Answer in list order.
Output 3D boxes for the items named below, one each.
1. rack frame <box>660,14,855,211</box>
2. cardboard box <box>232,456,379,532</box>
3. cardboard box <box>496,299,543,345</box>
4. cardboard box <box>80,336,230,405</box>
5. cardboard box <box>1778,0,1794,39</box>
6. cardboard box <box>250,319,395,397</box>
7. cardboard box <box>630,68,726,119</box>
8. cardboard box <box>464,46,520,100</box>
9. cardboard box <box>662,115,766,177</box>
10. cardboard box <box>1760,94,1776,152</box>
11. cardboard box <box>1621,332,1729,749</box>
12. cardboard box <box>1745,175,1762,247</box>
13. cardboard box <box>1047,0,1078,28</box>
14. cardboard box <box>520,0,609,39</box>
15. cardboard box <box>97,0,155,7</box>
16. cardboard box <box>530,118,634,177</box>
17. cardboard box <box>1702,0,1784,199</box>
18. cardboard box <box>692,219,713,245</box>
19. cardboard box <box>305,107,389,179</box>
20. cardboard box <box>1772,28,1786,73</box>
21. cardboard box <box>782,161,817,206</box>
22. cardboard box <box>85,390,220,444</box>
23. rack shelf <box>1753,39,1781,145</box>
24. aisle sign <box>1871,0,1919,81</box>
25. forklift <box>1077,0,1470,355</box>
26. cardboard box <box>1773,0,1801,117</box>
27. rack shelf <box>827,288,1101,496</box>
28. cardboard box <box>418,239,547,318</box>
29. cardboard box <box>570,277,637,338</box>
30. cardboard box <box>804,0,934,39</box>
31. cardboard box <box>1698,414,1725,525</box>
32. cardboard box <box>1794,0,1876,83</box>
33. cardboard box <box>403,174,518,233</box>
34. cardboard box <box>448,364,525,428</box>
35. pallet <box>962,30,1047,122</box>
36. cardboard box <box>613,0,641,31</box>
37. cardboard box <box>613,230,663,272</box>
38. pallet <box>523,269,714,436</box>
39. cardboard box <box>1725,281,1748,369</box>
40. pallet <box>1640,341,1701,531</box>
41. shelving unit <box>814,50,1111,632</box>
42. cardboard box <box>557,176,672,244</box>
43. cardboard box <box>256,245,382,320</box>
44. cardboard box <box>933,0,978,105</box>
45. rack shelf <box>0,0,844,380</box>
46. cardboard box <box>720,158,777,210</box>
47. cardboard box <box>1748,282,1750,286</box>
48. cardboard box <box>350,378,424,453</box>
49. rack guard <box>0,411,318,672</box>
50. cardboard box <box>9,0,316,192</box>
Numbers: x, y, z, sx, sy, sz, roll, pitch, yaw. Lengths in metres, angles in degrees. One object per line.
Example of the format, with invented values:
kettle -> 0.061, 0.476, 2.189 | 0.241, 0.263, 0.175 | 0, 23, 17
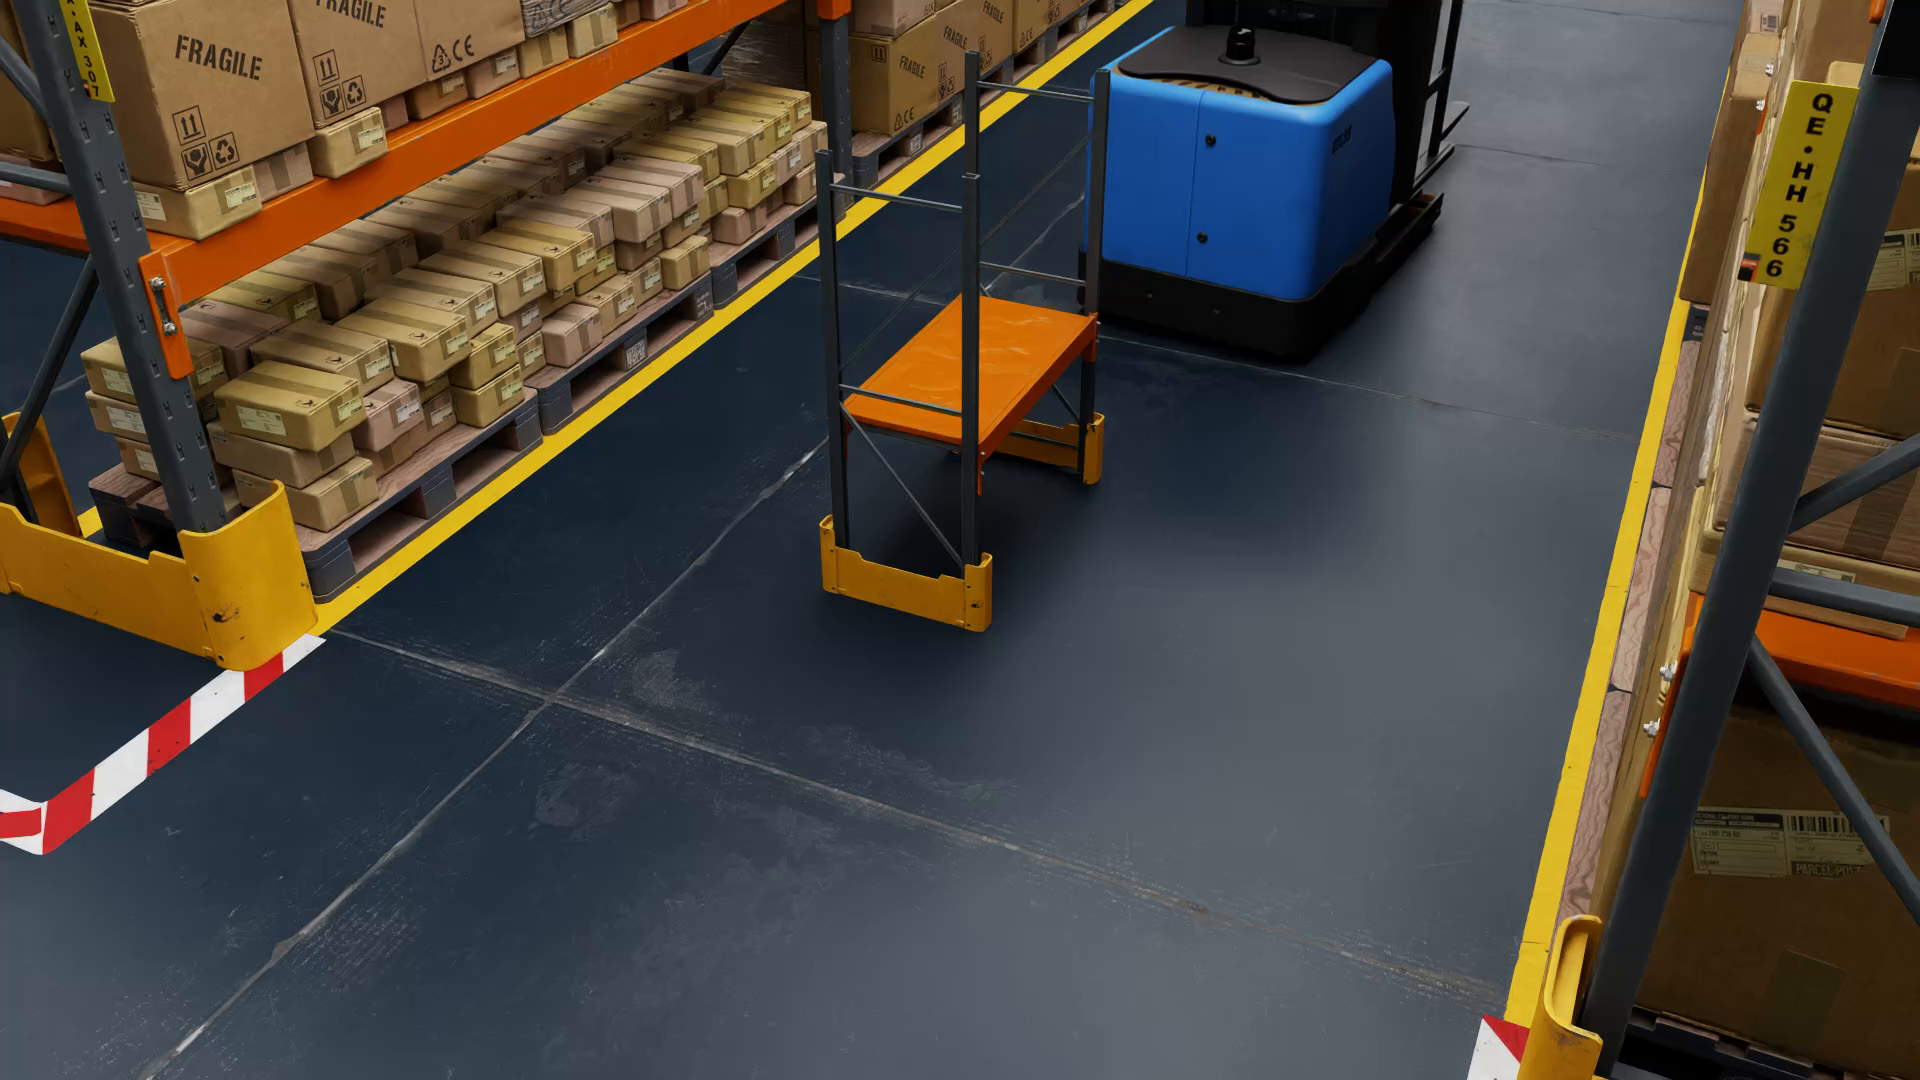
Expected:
rack frame -> -1.006, -3.010, 7.605 | 1.000, 3.000, 0.127 | 14, 36, 20
cardboard box -> -2.169, -0.189, 5.519 | 0.380, 0.149, 0.250 | 15, 36, 21
cardboard box -> -1.808, -0.850, 6.256 | 0.380, 0.149, 0.250 | 12, 35, 18
cardboard box -> -2.688, -0.572, 5.561 | 0.380, 0.149, 0.250 | 15, 36, 21
cardboard box -> 3.405, -2.159, 6.216 | 0.500, 0.500, 0.500 | 14, 36, 21
cardboard box -> -2.145, -0.598, 5.600 | 0.380, 0.149, 0.250 | 15, 36, 21
cardboard box -> -1.338, -2.118, 7.919 | 0.380, 0.149, 0.250 | 16, 36, 22
cardboard box -> -1.767, -1.663, 5.780 | 0.380, 0.149, 0.250 | 13, 36, 20
cardboard box -> -1.087, -1.743, 7.347 | 0.380, 0.149, 0.250 | 14, 36, 20
cardboard box -> 2.703, -1.252, 5.153 | 0.380, 0.149, 0.250 | 13, 35, 19
cardboard box -> 2.359, 0.093, 4.427 | 0.875, 0.875, 0.875 | 14, 36, 20
cardboard box -> 2.380, -0.869, 4.569 | 0.380, 0.149, 0.250 | 13, 35, 19
cardboard box -> 0.409, -3.487, 10.229 | 0.500, 0.500, 0.500 | 16, 36, 22
cardboard box -> -1.615, -2.113, 5.874 | 0.500, 0.500, 0.500 | 13, 36, 19
cardboard box -> -2.250, -1.765, 4.431 | 0.500, 0.500, 0.500 | 14, 36, 20
cardboard box -> -1.656, -1.722, 7.315 | 0.380, 0.149, 0.250 | 13, 36, 19
cardboard box -> 4.080, -1.877, 7.432 | 1.225, 0.875, 0.875 | 13, 35, 19
cardboard box -> -1.317, -1.360, 7.305 | 0.380, 0.149, 0.250 | 13, 36, 19
cardboard box -> -2.016, -1.257, 5.160 | 0.380, 0.149, 0.250 | 13, 35, 19
cardboard box -> 3.031, -1.646, 5.753 | 0.380, 0.149, 0.250 | 14, 36, 21
cardboard box -> -0.860, -1.720, 7.854 | 0.380, 0.149, 0.250 | 15, 36, 21
cardboard box -> -2.718, -0.454, 5.652 | 0.380, 0.149, 0.250 | 13, 36, 19
rack shelf -> 4.294, -2.517, 7.509 | 1.077, 0.370, 4.000 | 14, 36, 20
aisle sign -> 1.481, -0.950, 2.092 | 0.394, 0.787, 0.004 | 14, 36, 20
forklift -> 1.680, -2.758, 7.283 | 1.130, 2.935, 3.031 | 18, 37, 25
cardboard box -> 2.810, -1.463, 5.111 | 0.500, 0.250, 0.500 | 14, 36, 20
rack shelf -> 0.036, -0.519, 5.502 | 0.538, 0.185, 1.000 | 14, 36, 20
cardboard box -> -1.770, -0.972, 6.172 | 0.380, 0.149, 0.250 | 16, 36, 22
cardboard box -> -1.534, -0.962, 6.699 | 0.380, 0.149, 0.250 | 14, 36, 21
cardboard box -> -0.457, -2.761, 8.438 | 0.500, 0.250, 0.500 | 13, 35, 18
cardboard box -> 1.741, -0.107, 3.407 | 0.380, 0.149, 0.250 | 15, 36, 21
cardboard box -> 2.598, -1.513, 4.504 | 0.500, 0.500, 0.500 | 13, 35, 19
cardboard box -> -2.015, -1.346, 6.741 | 0.380, 0.149, 0.250 | 14, 36, 21
cardboard box -> -1.830, -0.565, 6.093 | 0.380, 0.149, 0.250 | 15, 36, 21
pallet -> -0.172, -2.842, 9.891 | 1.003, 0.211, 1.213 | 14, 36, 20
cardboard box -> -1.459, -2.057, 6.380 | 0.380, 0.149, 0.250 | 14, 36, 20
cardboard box -> -1.460, -1.250, 6.867 | 0.380, 0.149, 0.250 | 12, 35, 18
pallet -> -1.764, -0.891, 6.917 | 1.003, 0.211, 1.213 | 14, 36, 20
cardboard box -> 2.059, -0.486, 3.985 | 0.380, 0.149, 0.250 | 13, 36, 19
pallet -> 3.068, -0.295, 6.007 | 1.003, 0.211, 1.213 | 14, 36, 20
shelving unit -> 0.032, -0.665, 5.397 | 0.587, 1.500, 1.083 | 14, 36, 20
cardboard box -> -1.397, -1.339, 6.730 | 0.380, 0.149, 0.250 | 13, 35, 19
cardboard box -> -2.372, -0.956, 6.147 | 0.380, 0.149, 0.250 | 13, 35, 19
cardboard box -> -0.236, -2.711, 9.046 | 0.500, 0.500, 0.500 | 16, 36, 23
rack shelf -> -1.842, -1.713, 6.283 | 1.077, 0.370, 4.000 | 14, 36, 20
cardboard box -> -1.047, -1.613, 7.420 | 0.380, 0.149, 0.250 | 13, 35, 19
cardboard box -> 2.171, -0.699, 3.947 | 0.500, 0.250, 0.500 | 13, 35, 19
cardboard box -> -2.061, -0.451, 5.648 | 0.380, 0.149, 0.250 | 14, 36, 20
rack guard -> -2.647, -0.010, 5.310 | 1.175, 0.500, 0.348 | 14, 36, 20
cardboard box -> -2.240, -1.344, 4.702 | 0.500, 0.500, 0.500 | 16, 36, 23
